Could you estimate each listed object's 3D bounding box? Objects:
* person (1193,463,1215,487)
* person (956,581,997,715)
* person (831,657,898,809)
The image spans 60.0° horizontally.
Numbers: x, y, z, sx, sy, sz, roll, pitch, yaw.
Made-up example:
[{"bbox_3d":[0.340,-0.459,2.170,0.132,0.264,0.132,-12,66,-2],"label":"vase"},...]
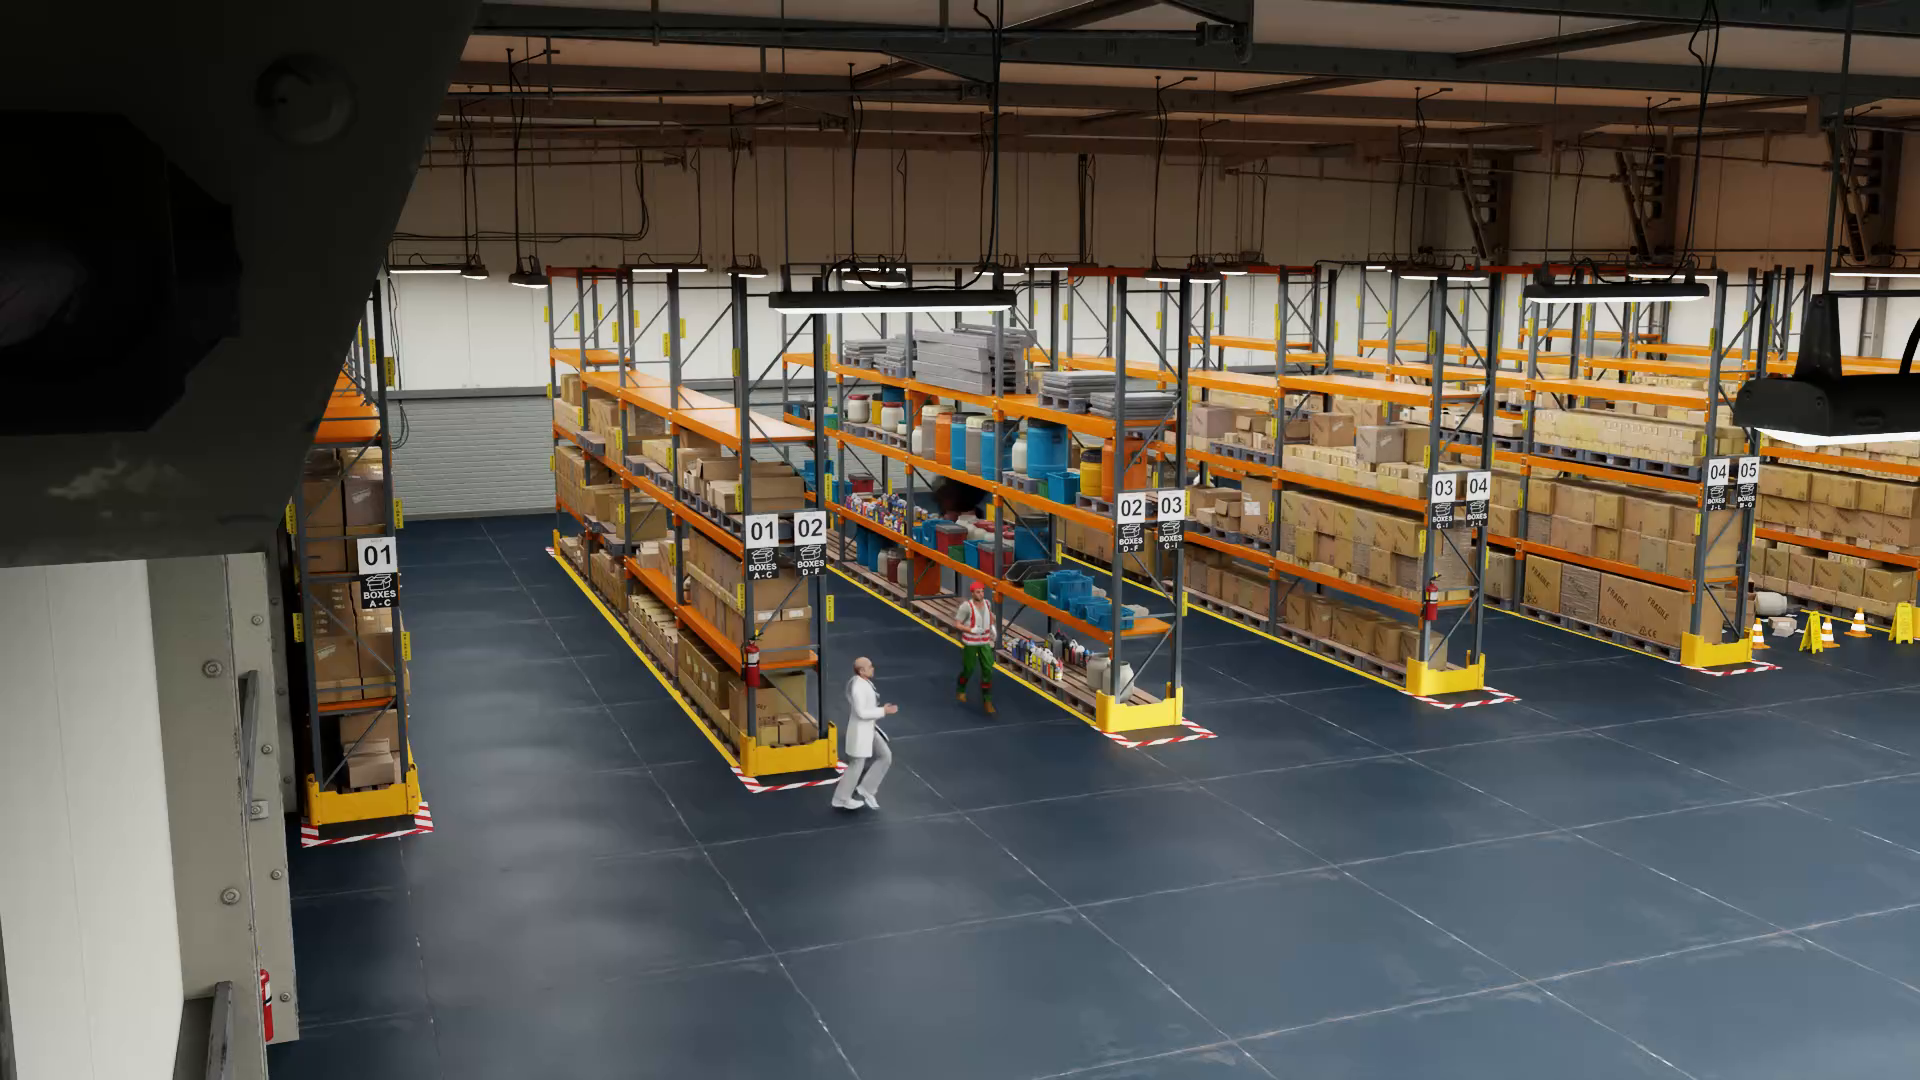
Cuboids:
[{"bbox_3d":[5.418,-0.893,37.024,0.623,1.689,0.719,-4,11,-21],"label":"person"},{"bbox_3d":[0.223,1.462,23.107,0.683,1.844,0.817,-5,11,-27],"label":"person"},{"bbox_3d":[-1.068,2.219,18.923,0.778,1.815,0.723,2,10,10],"label":"person"}]
